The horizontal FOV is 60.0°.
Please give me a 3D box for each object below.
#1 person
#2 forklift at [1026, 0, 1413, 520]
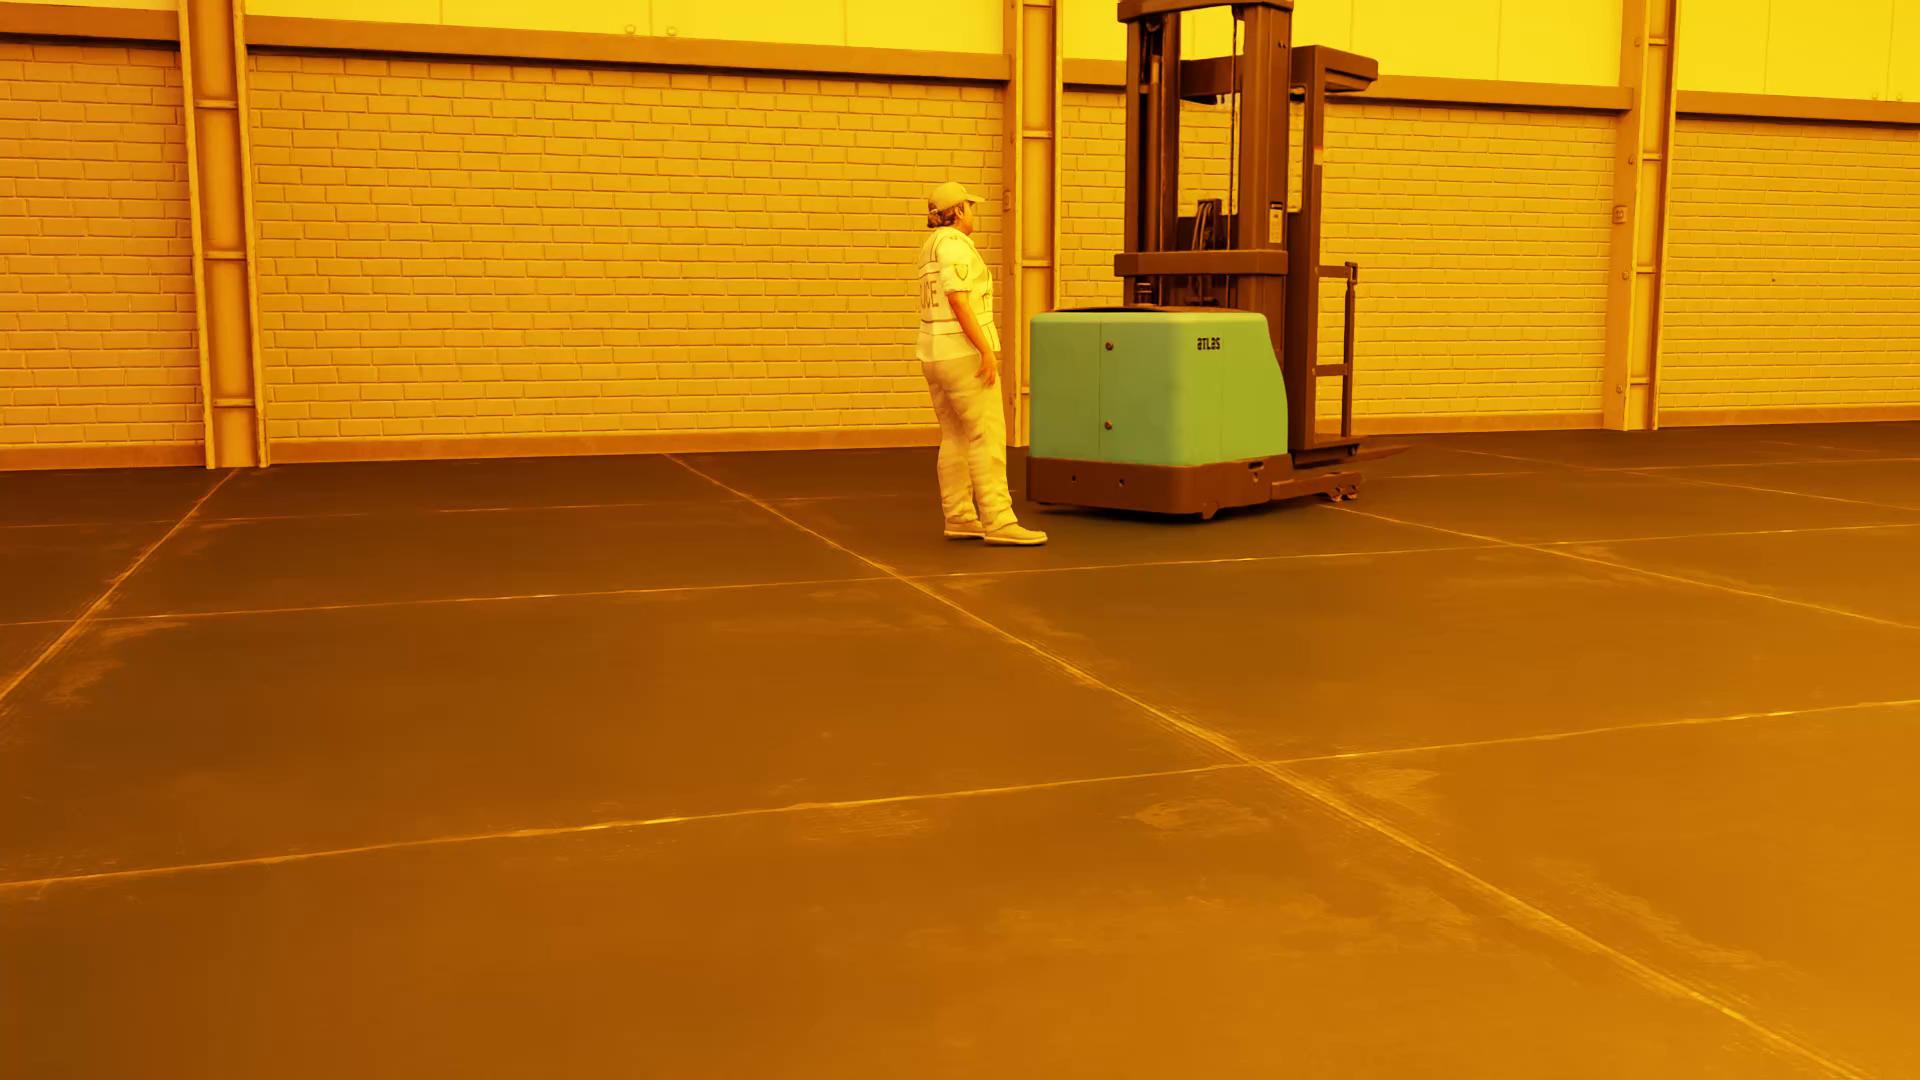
[{"bbox_3d":[0.080,-0.833,7.813,0.529,1.670,0.598,-3,8,-18],"label":"person"},{"bbox_3d":[1.687,-1.706,9.595,1.130,2.935,3.031,6,10,40],"label":"forklift"}]
